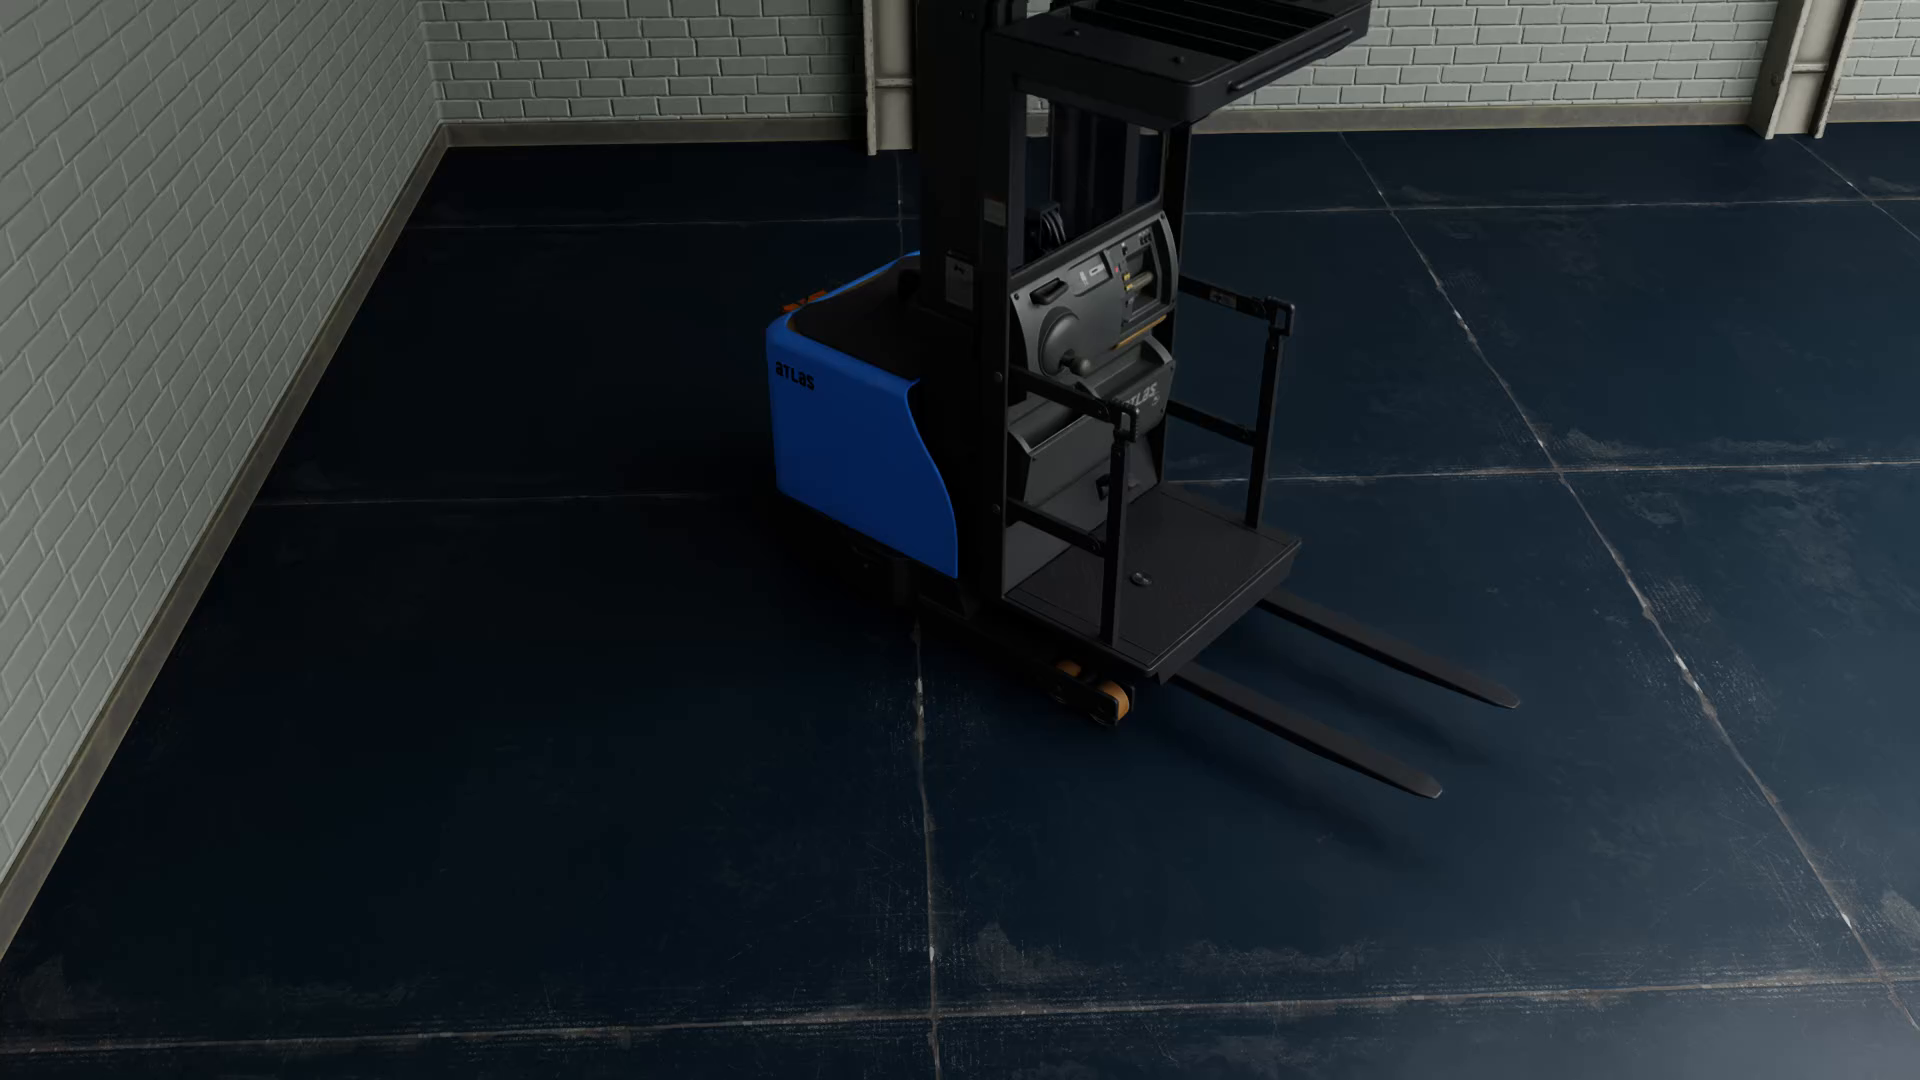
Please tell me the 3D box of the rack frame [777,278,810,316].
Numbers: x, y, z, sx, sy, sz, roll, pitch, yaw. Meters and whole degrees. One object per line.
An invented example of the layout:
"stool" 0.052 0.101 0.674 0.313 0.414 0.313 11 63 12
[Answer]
"rack frame" -0.694 -0.630 7.237 0.008 1.050 0.200 -30 44 -35

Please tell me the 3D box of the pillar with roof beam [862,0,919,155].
"pillar with roof beam" -0.214 -3.869 4.932 0.400 9.000 9.100 -2 35 -2

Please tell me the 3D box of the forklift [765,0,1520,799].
"forklift" 0.659 -0.851 5.904 3.031 2.935 1.130 26 42 32

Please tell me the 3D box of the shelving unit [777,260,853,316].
"shelving unit" -0.607 -0.679 7.308 0.252 1.050 0.215 -30 44 -35

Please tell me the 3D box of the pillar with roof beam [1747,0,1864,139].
"pillar with roof beam" 5.780 -4.030 5.166 0.400 9.000 9.100 -2 35 -2

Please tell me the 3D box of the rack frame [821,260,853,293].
"rack frame" -0.521 -0.729 7.378 0.008 1.050 0.200 -30 44 -35

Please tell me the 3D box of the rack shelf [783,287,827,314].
"rack shelf" -0.609 -0.904 7.151 0.240 0.259 0.215 -30 44 -35
